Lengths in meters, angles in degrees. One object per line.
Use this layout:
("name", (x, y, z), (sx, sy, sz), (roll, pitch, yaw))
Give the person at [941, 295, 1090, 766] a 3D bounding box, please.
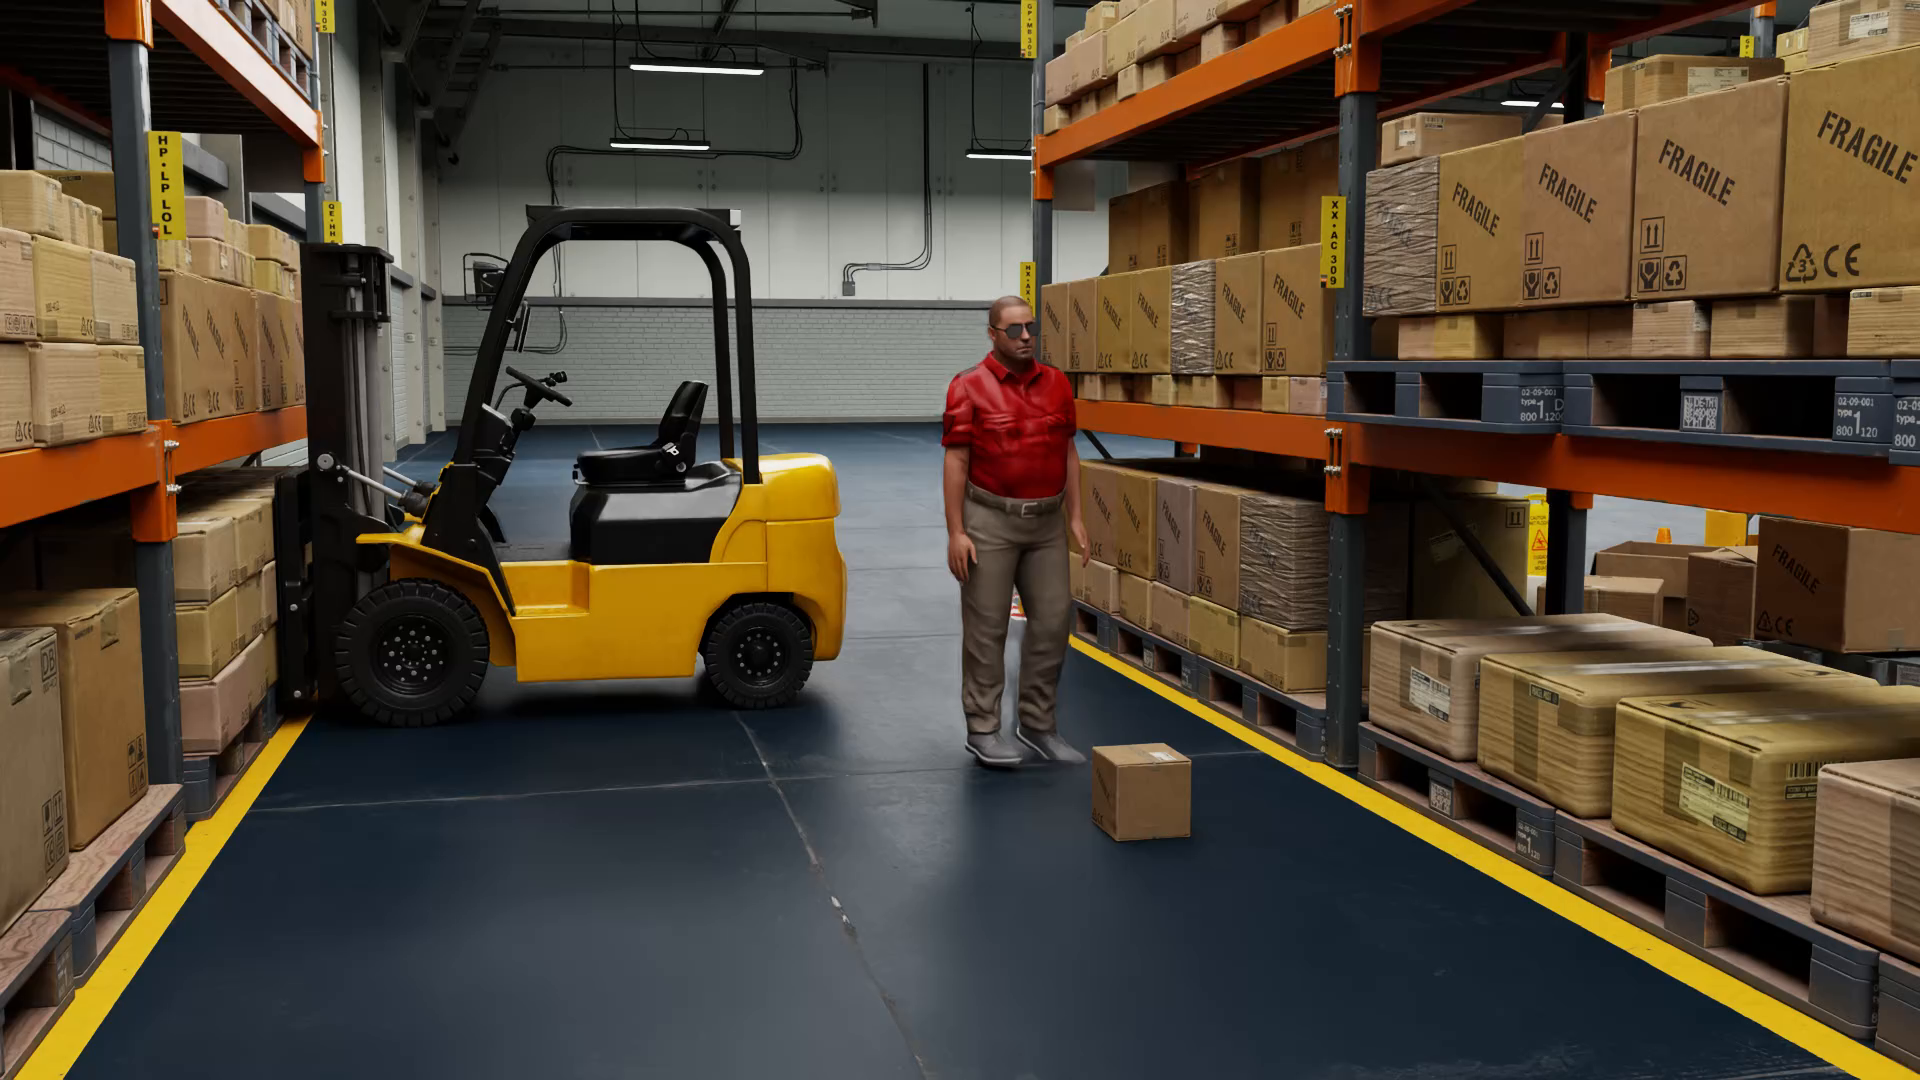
("person", (0.210, -0.005, 6.178), (0.581, 1.787, 0.378), (-3, 7, -25))
